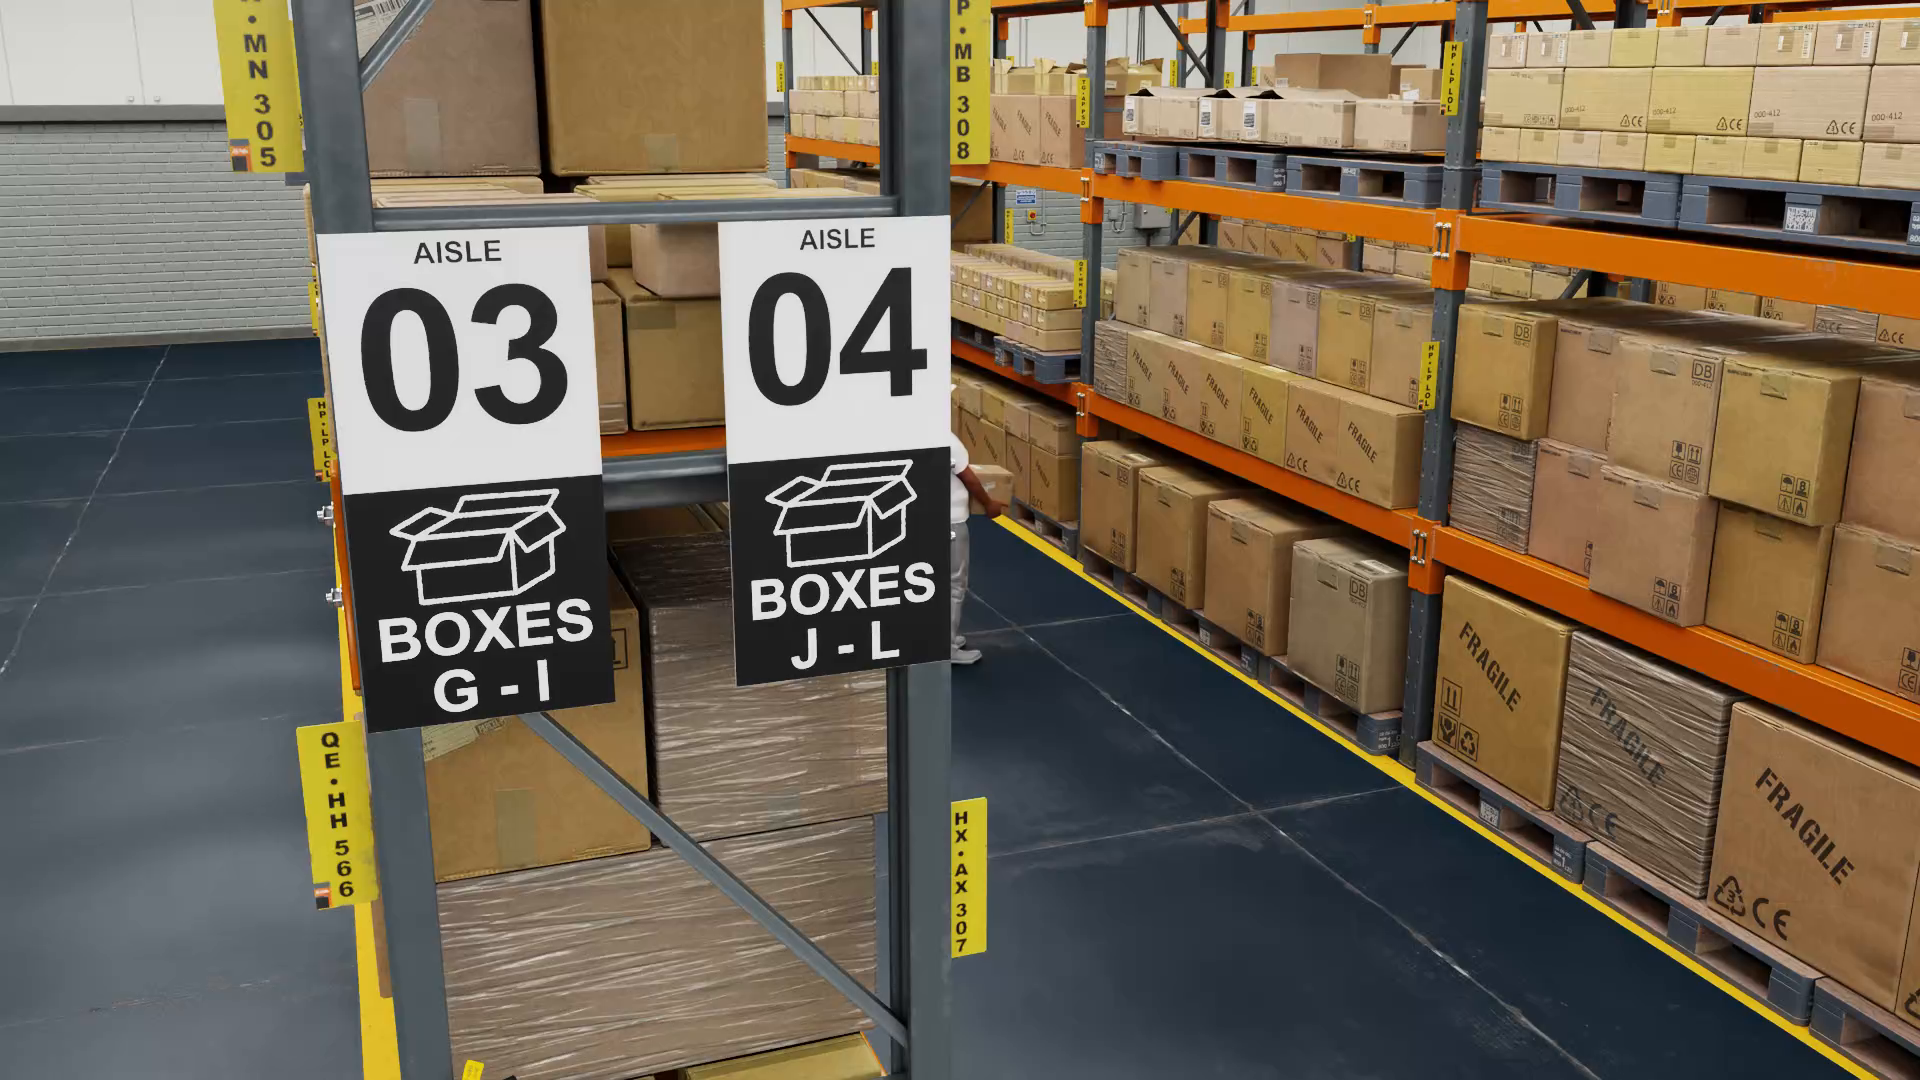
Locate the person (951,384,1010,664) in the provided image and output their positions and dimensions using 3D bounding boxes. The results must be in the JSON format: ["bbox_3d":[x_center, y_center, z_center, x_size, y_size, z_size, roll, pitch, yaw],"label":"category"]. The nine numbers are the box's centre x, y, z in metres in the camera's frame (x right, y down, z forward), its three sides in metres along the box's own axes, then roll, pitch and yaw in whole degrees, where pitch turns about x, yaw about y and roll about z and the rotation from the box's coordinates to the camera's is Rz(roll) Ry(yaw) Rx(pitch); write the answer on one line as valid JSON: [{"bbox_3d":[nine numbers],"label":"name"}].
[{"bbox_3d":[-0.024,-0.143,10.006,0.587,1.761,0.502,-6,17,-20],"label":"person"}]
